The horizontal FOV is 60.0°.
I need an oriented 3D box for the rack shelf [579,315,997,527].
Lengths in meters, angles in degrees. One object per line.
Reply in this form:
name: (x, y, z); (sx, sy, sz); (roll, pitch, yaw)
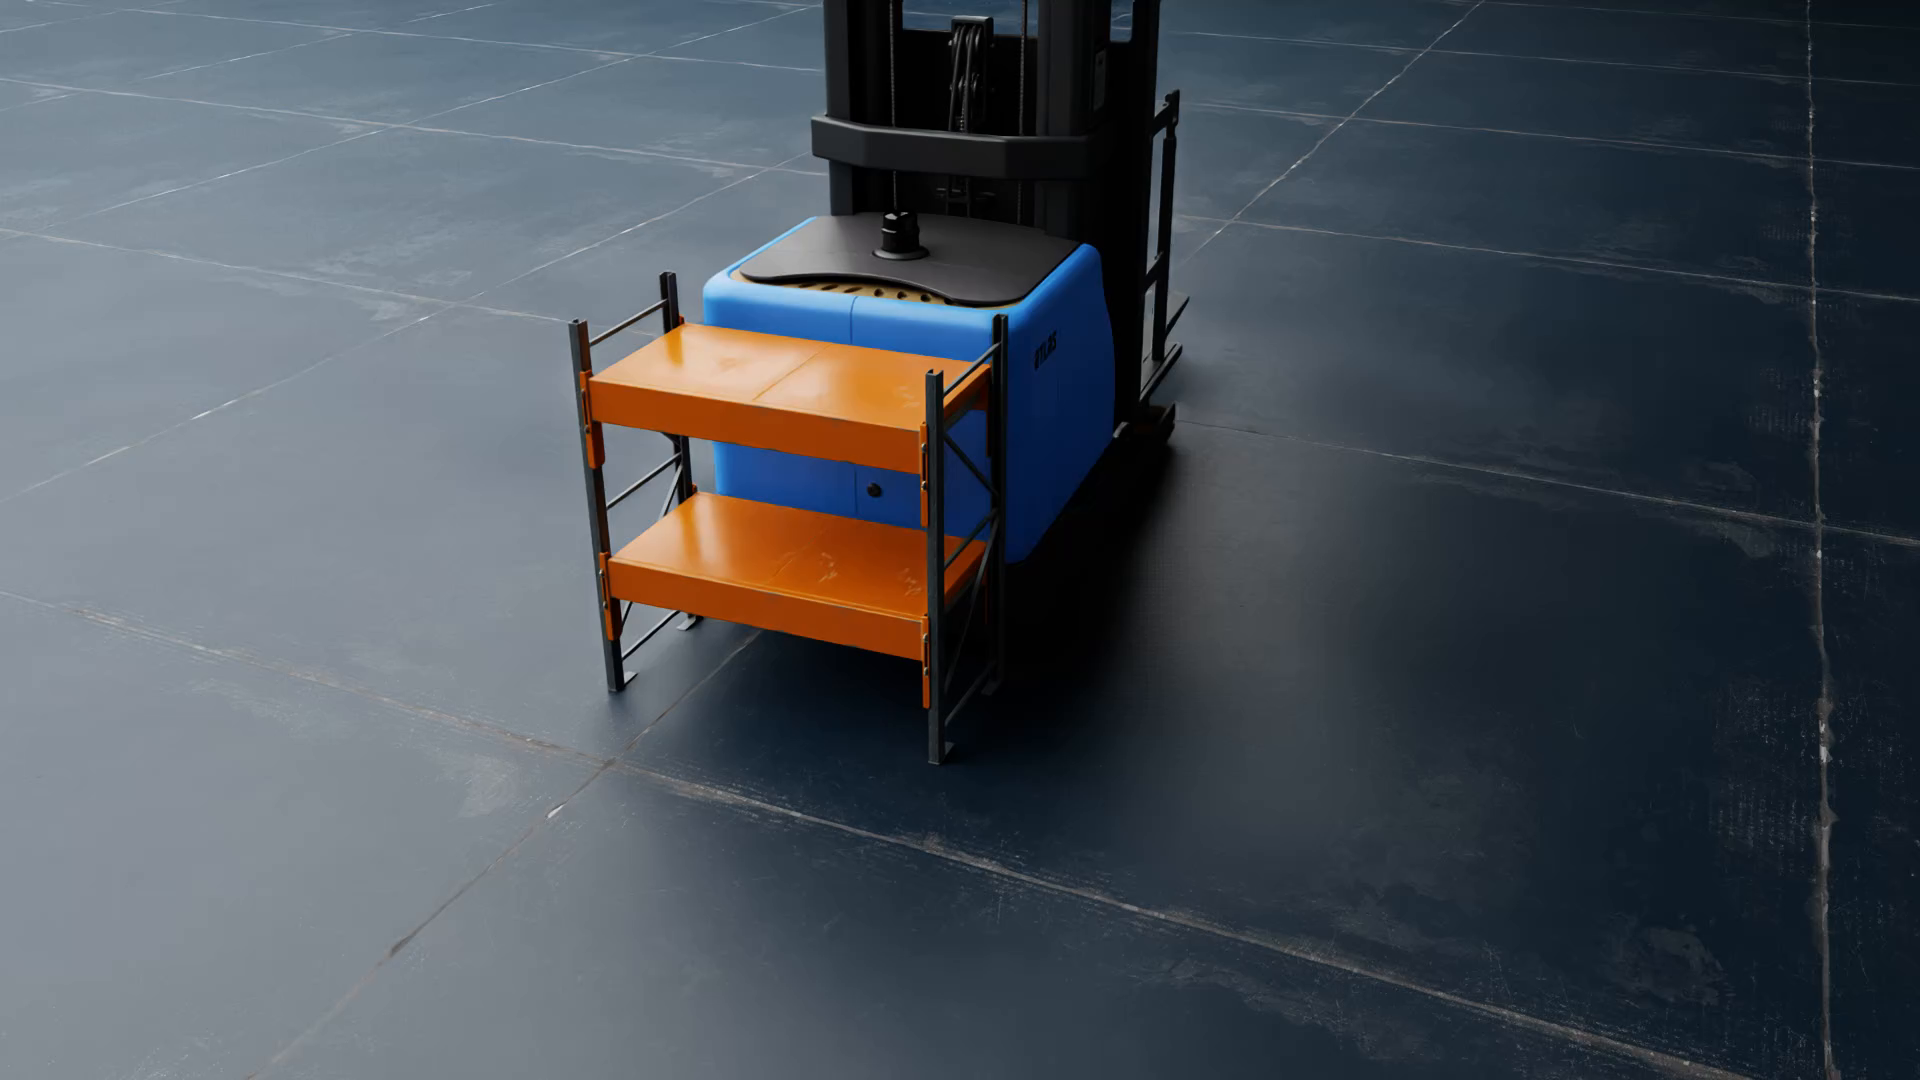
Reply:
rack shelf: (-0.449, -0.343, 4.511); (1.000, 0.278, 0.538); (10, 28, 20)

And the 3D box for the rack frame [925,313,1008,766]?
rack frame: (0.022, 0.003, 4.470); (0.032, 1.125, 0.500); (10, 28, 20)

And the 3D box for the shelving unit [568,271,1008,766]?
shelving unit: (-0.449, -0.080, 4.640); (1.048, 1.125, 0.538); (10, 28, 20)

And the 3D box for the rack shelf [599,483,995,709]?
rack shelf: (-0.449, 0.139, 4.748); (1.000, 0.278, 0.538); (10, 28, 20)

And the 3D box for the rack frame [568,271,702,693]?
rack frame: (-0.921, -0.164, 4.810); (0.032, 1.125, 0.500); (10, 28, 20)

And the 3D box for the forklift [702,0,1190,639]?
forklift: (0.201, -1.648, 5.779); (1.130, 2.935, 3.031); (9, 28, 18)
